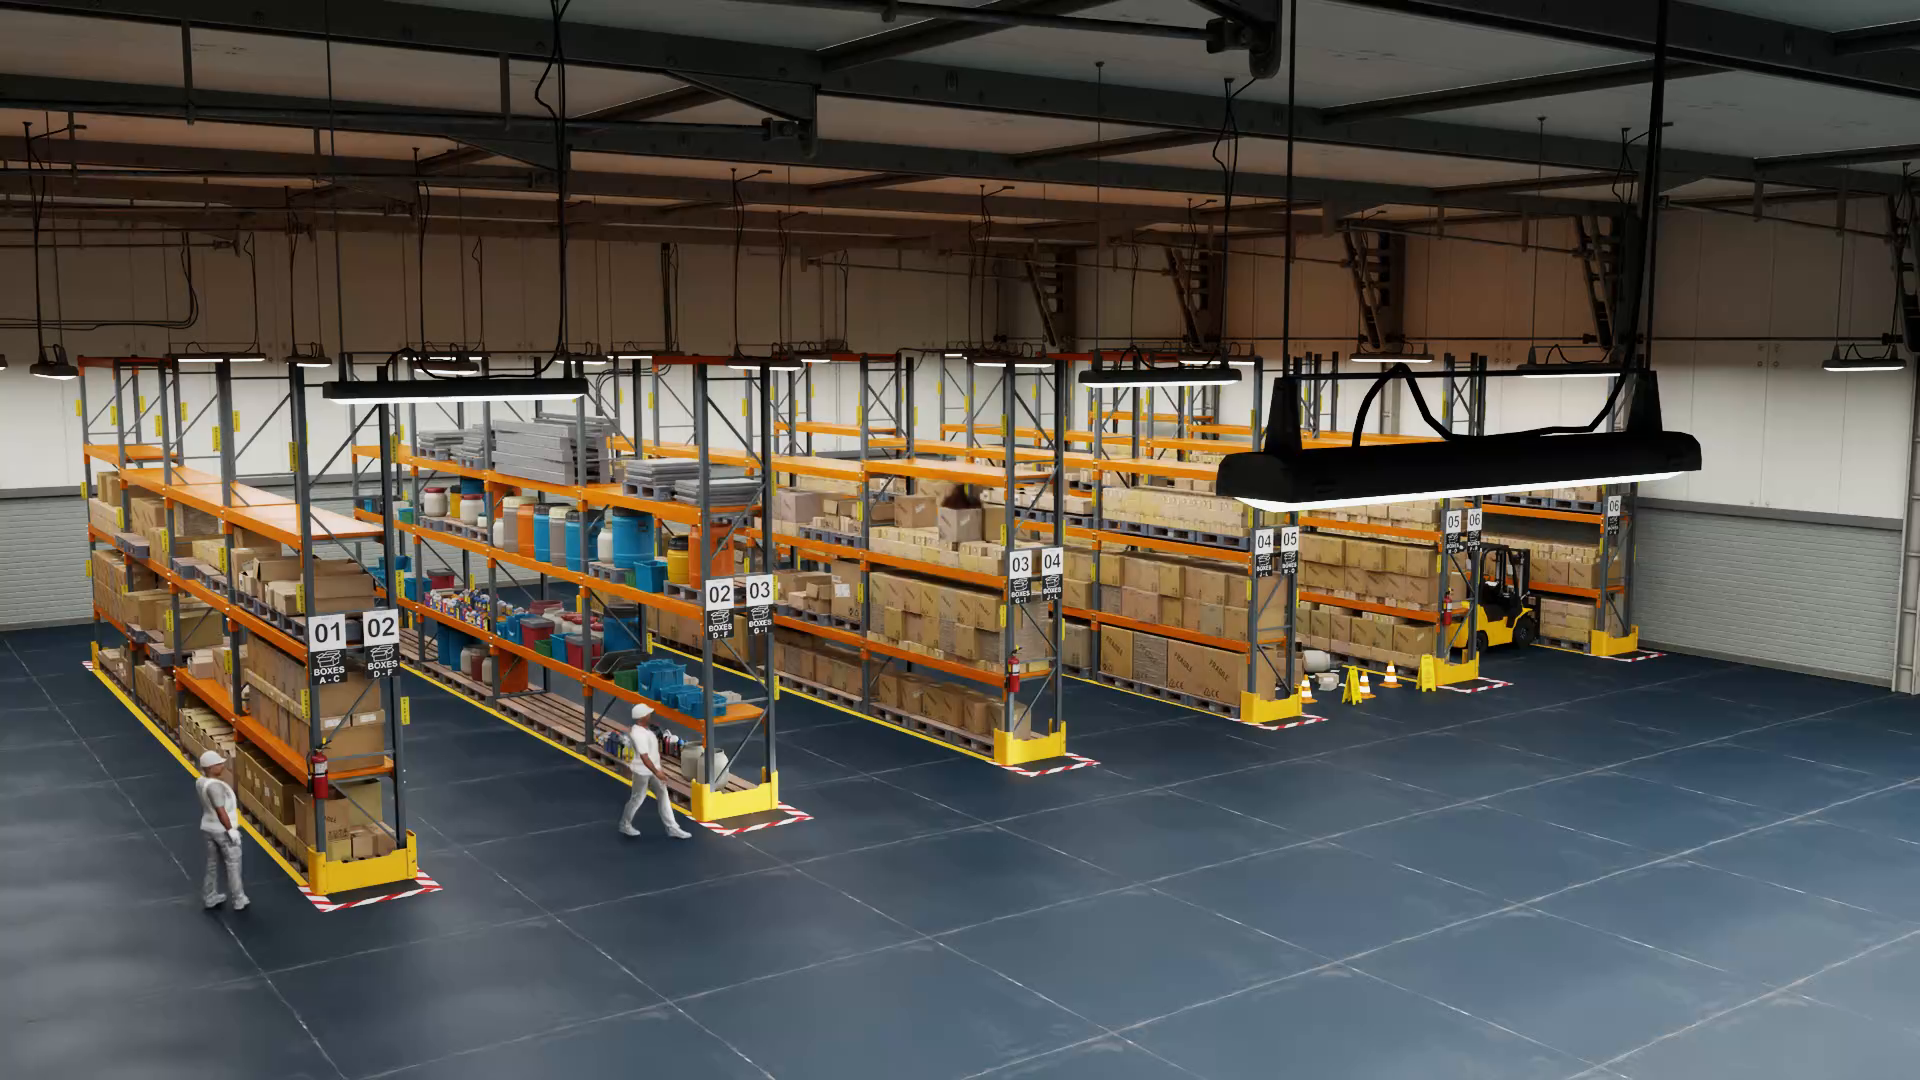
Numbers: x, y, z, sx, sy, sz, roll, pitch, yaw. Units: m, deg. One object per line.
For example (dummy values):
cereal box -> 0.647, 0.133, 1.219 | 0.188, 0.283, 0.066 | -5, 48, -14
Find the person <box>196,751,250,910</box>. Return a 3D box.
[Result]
person -> -8.177, 3.208, 18.440 | 0.625, 1.778, 0.483 | 5, 8, 33

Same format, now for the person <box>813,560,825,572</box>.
person -> -3.612, 0.416, 42.090 | 0.488, 1.712, 0.378 | 2, 7, 20

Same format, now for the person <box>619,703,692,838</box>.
person -> -3.913, 2.916, 20.978 | 0.950, 1.718, 0.507 | 3, 8, 23
